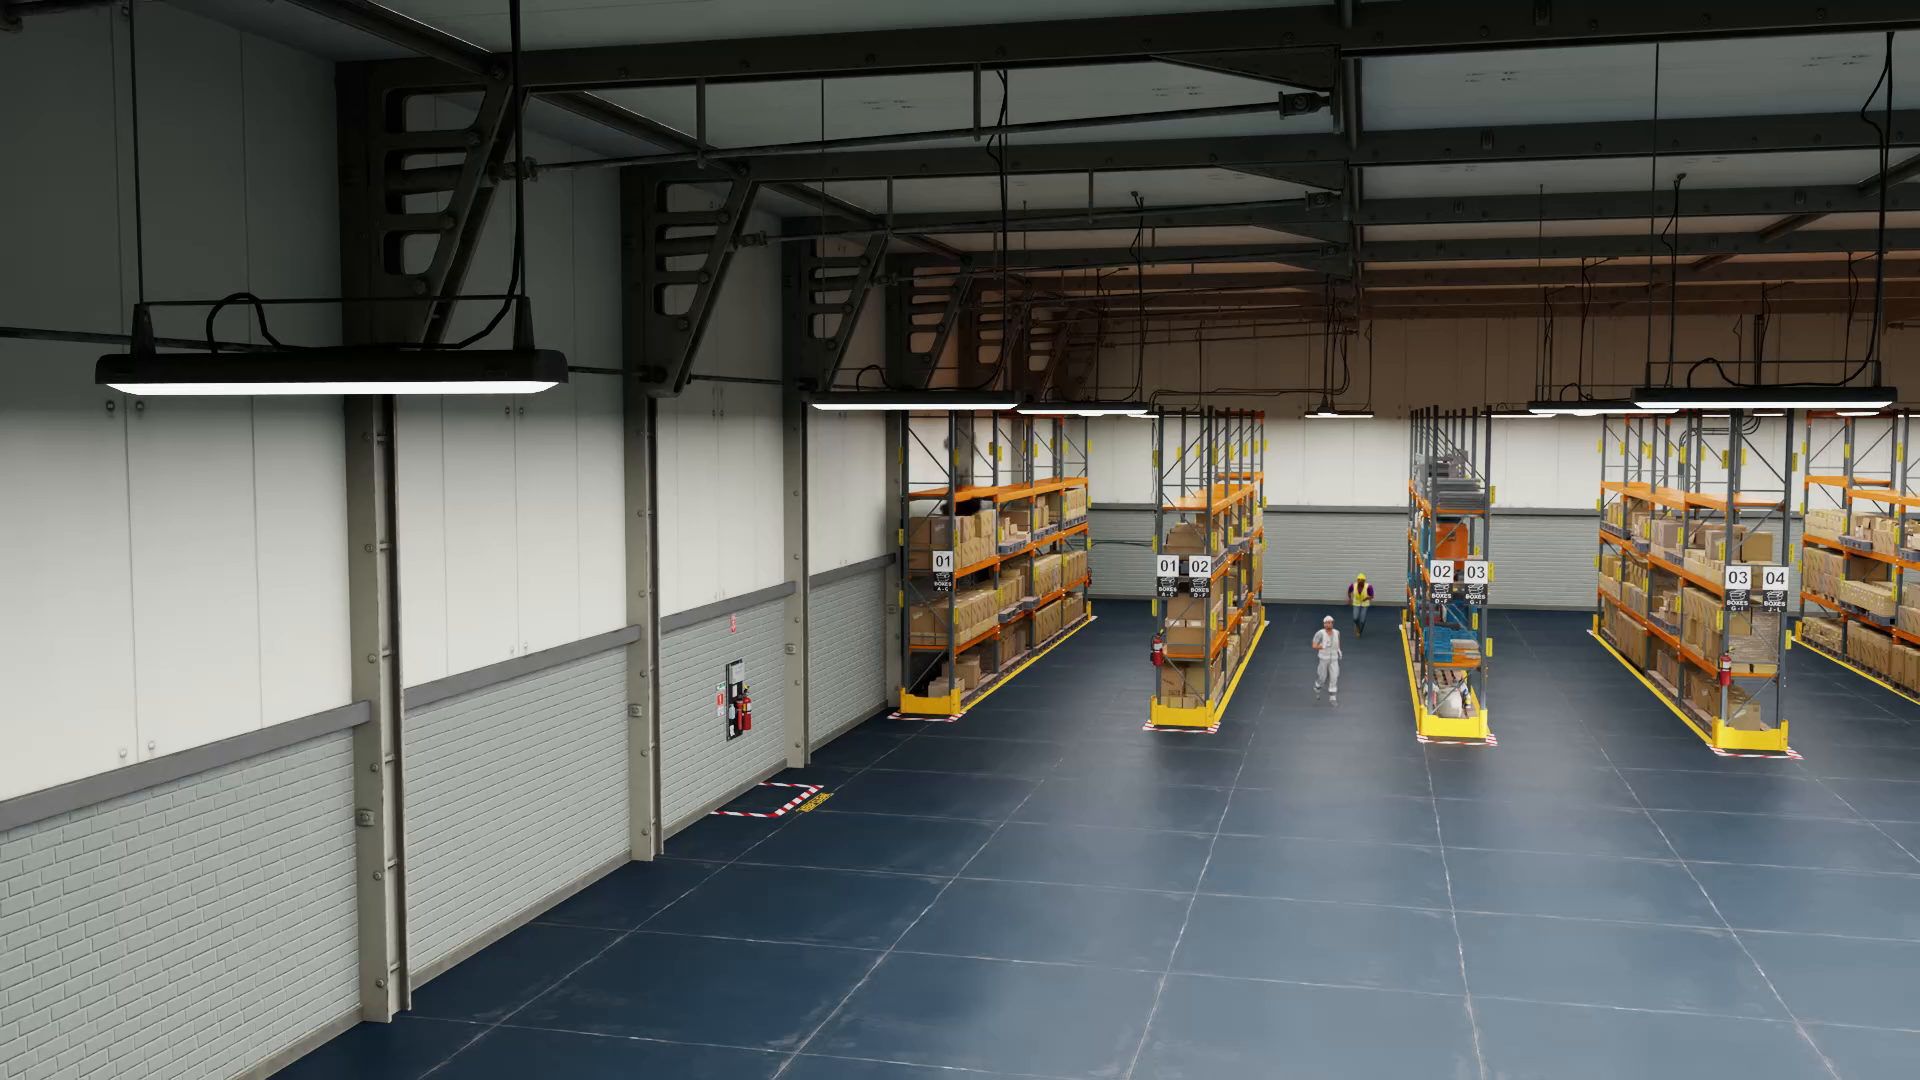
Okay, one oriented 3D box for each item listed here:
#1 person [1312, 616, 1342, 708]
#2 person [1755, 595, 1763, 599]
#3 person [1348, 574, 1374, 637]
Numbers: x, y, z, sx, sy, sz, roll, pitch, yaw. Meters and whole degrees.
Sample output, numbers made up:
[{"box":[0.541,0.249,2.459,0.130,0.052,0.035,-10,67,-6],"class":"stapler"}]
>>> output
[{"box":[7.362,2.406,33.353,0.672,1.782,0.961,-1,4,-8],"class":"person"},{"box":[20.547,1.809,43.370,0.532,1.615,0.636,-4,6,-44],"class":"person"},{"box":[10.511,1.725,43.634,0.656,1.679,0.736,1,4,14],"class":"person"}]
